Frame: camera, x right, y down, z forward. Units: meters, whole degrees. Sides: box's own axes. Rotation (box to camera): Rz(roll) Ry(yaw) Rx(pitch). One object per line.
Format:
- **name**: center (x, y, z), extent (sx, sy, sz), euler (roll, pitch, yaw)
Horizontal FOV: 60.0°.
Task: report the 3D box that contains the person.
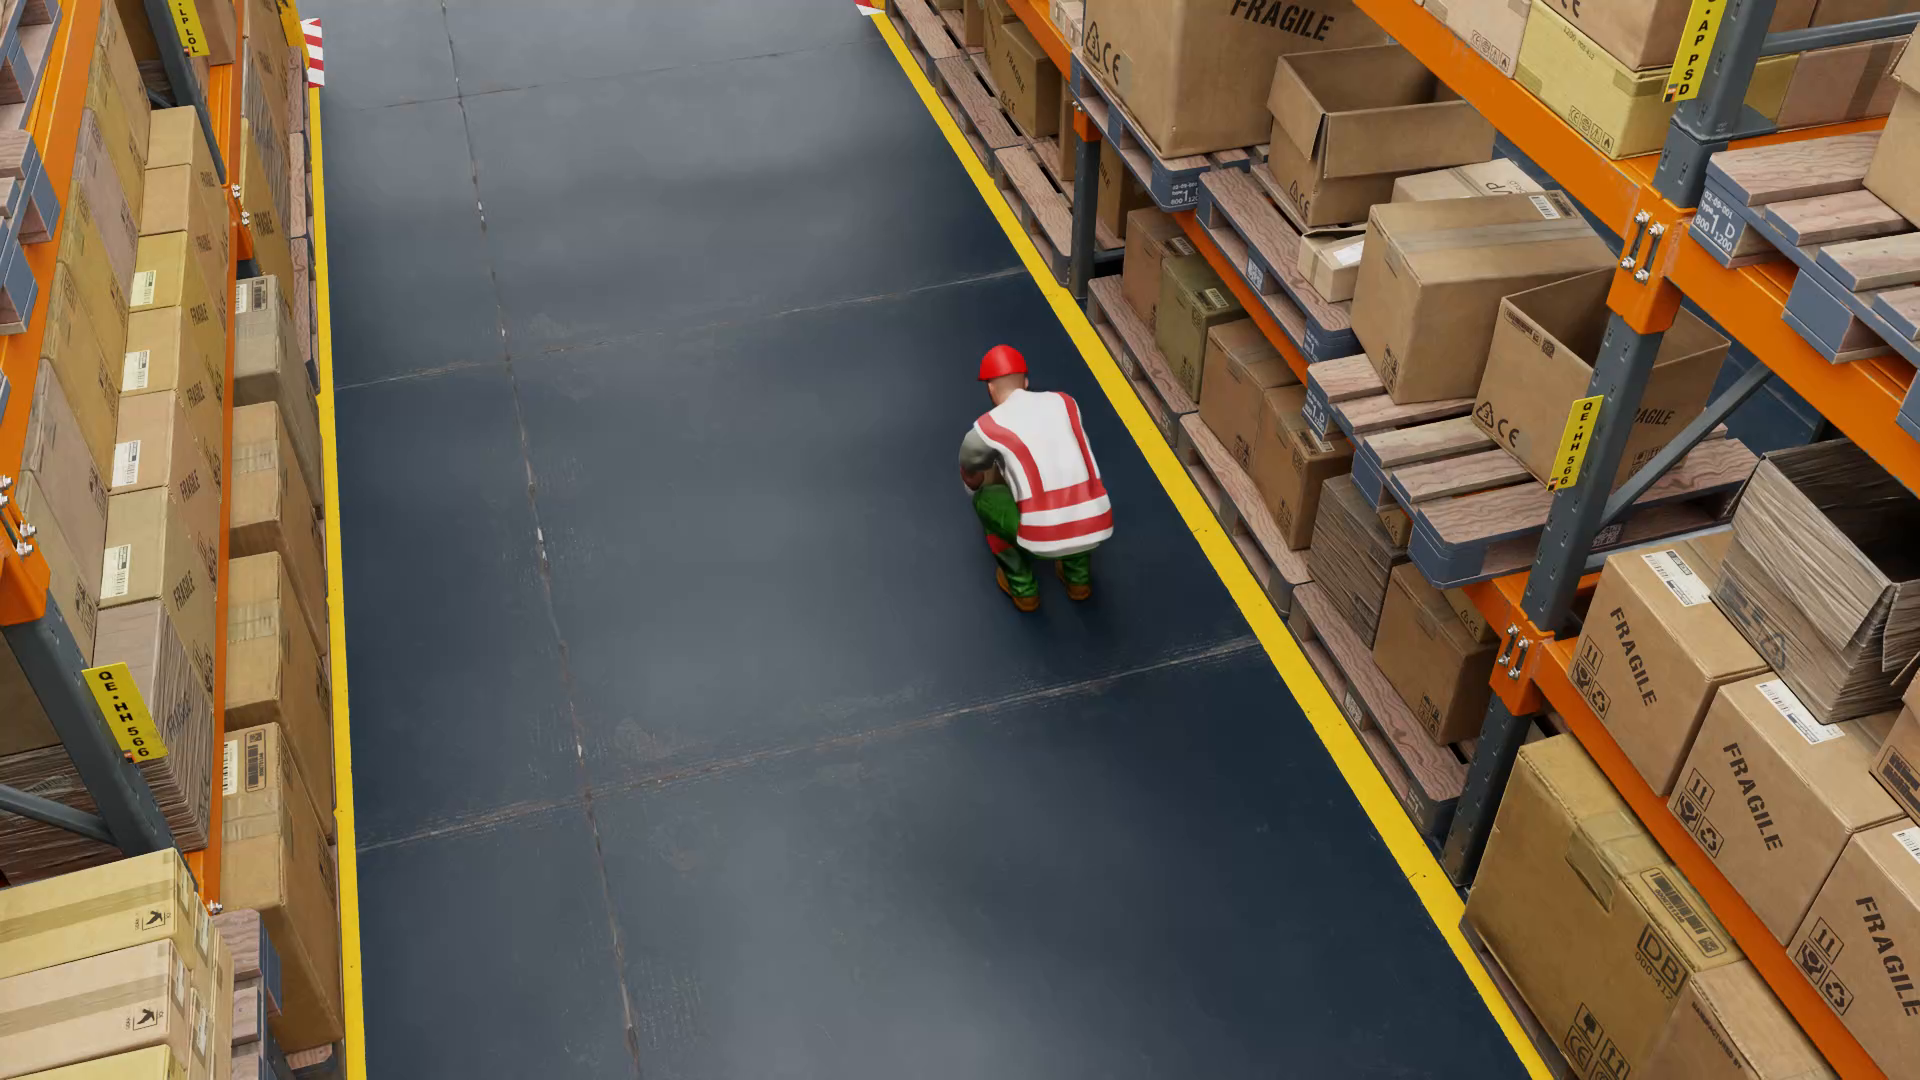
- **person**: center (0.312, -0.253, 7.028), extent (0.565, 0.991, 0.879), euler (-12, 43, -13)
